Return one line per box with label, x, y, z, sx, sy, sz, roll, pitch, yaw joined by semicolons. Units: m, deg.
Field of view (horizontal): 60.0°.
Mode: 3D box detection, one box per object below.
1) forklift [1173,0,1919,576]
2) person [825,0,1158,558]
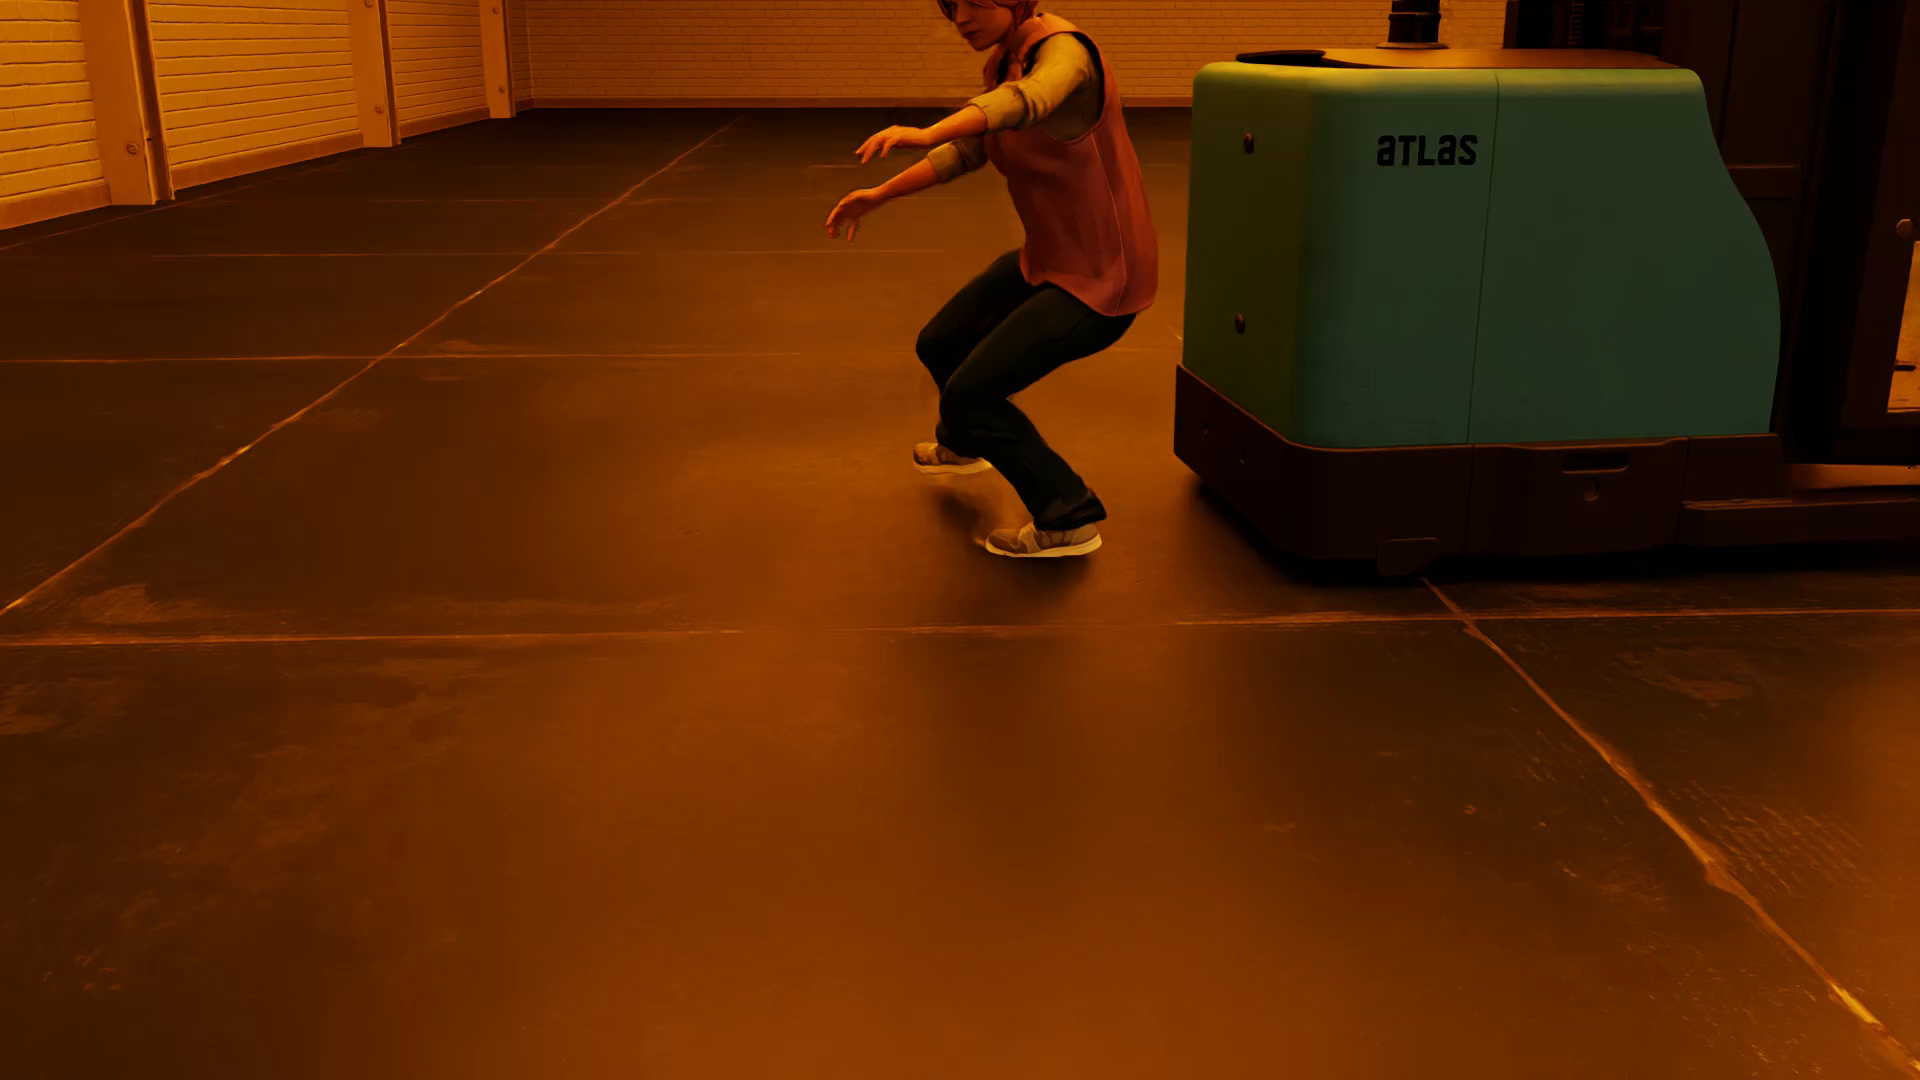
forklift;2.129;-1.502;3.817;3.031;2.935;1.130;-2;17;-8
person;0.015;-0.599;3.605;0.769;1.362;1.256;-5;18;-16
